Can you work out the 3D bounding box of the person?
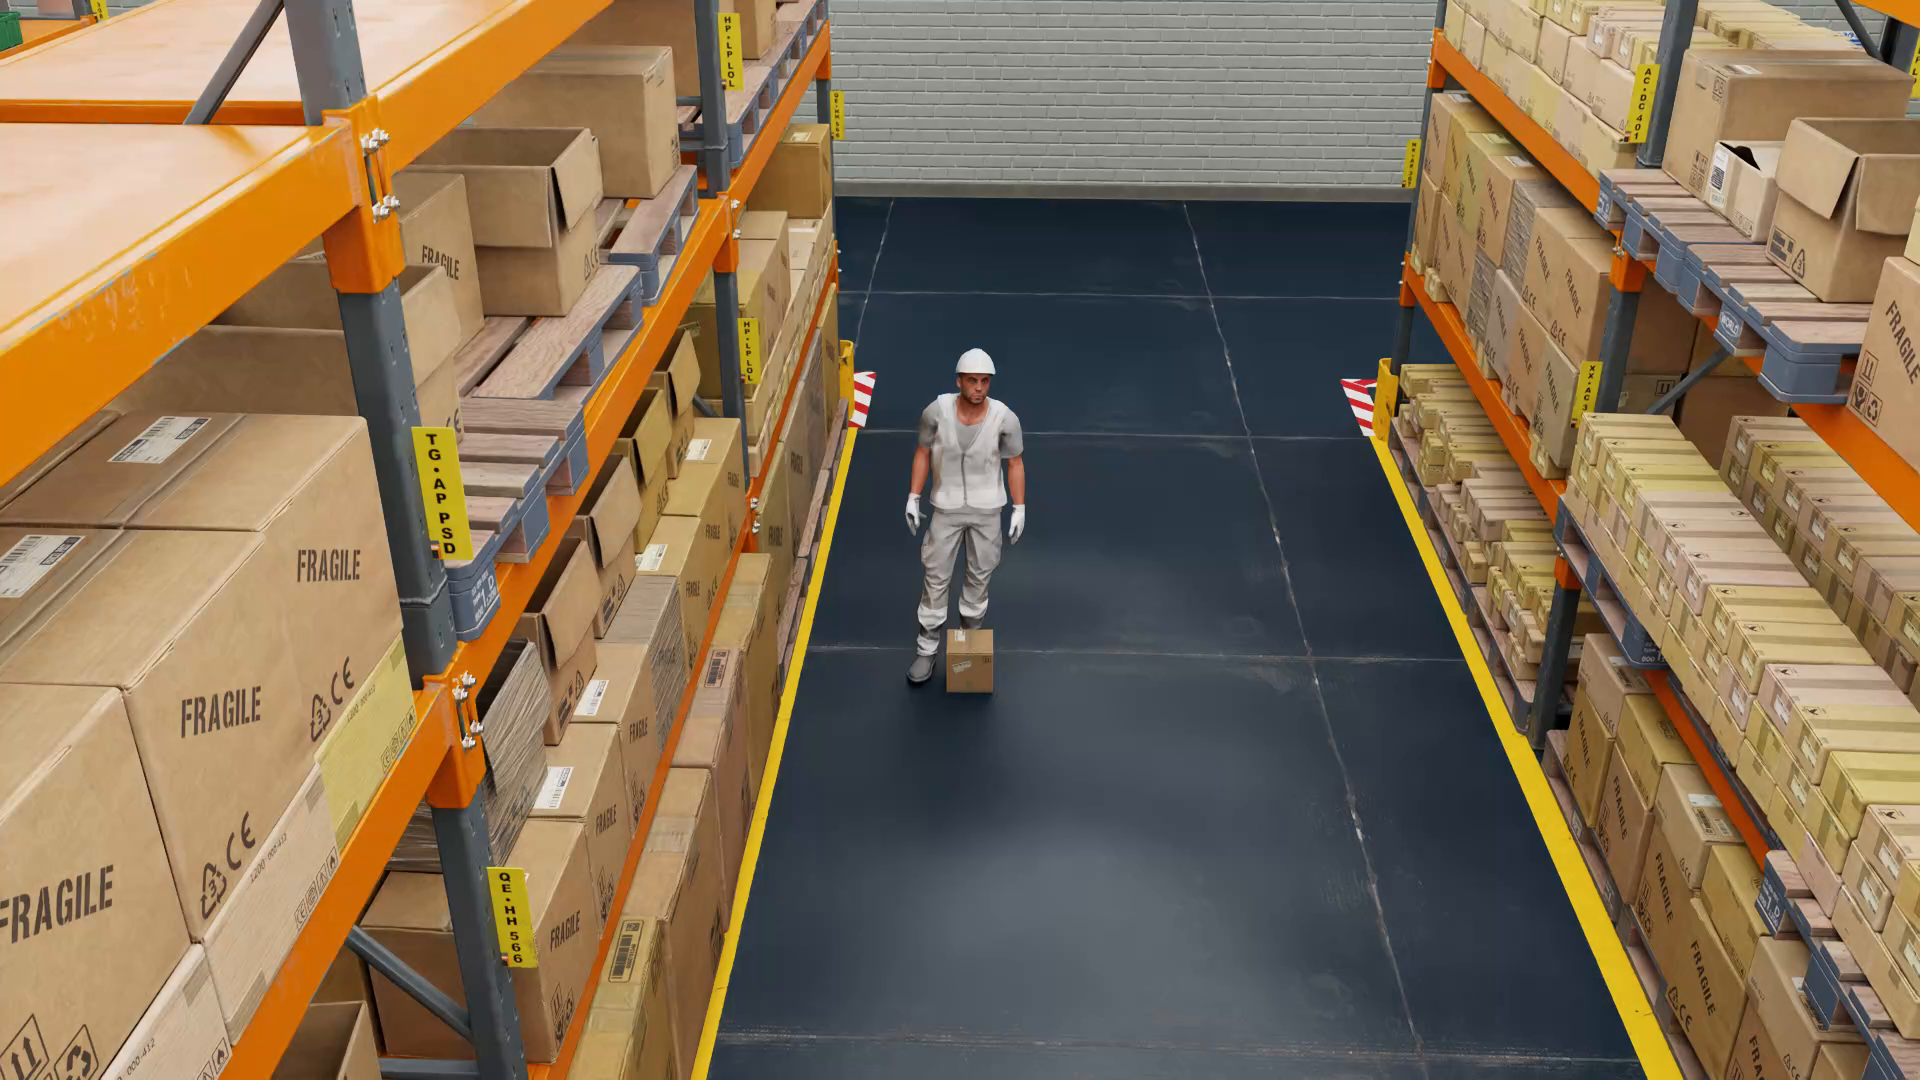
[{"bbox_3d":[0.026,-0.124,8.810,0.638,1.789,0.563,1,28,2],"label":"person"}]
